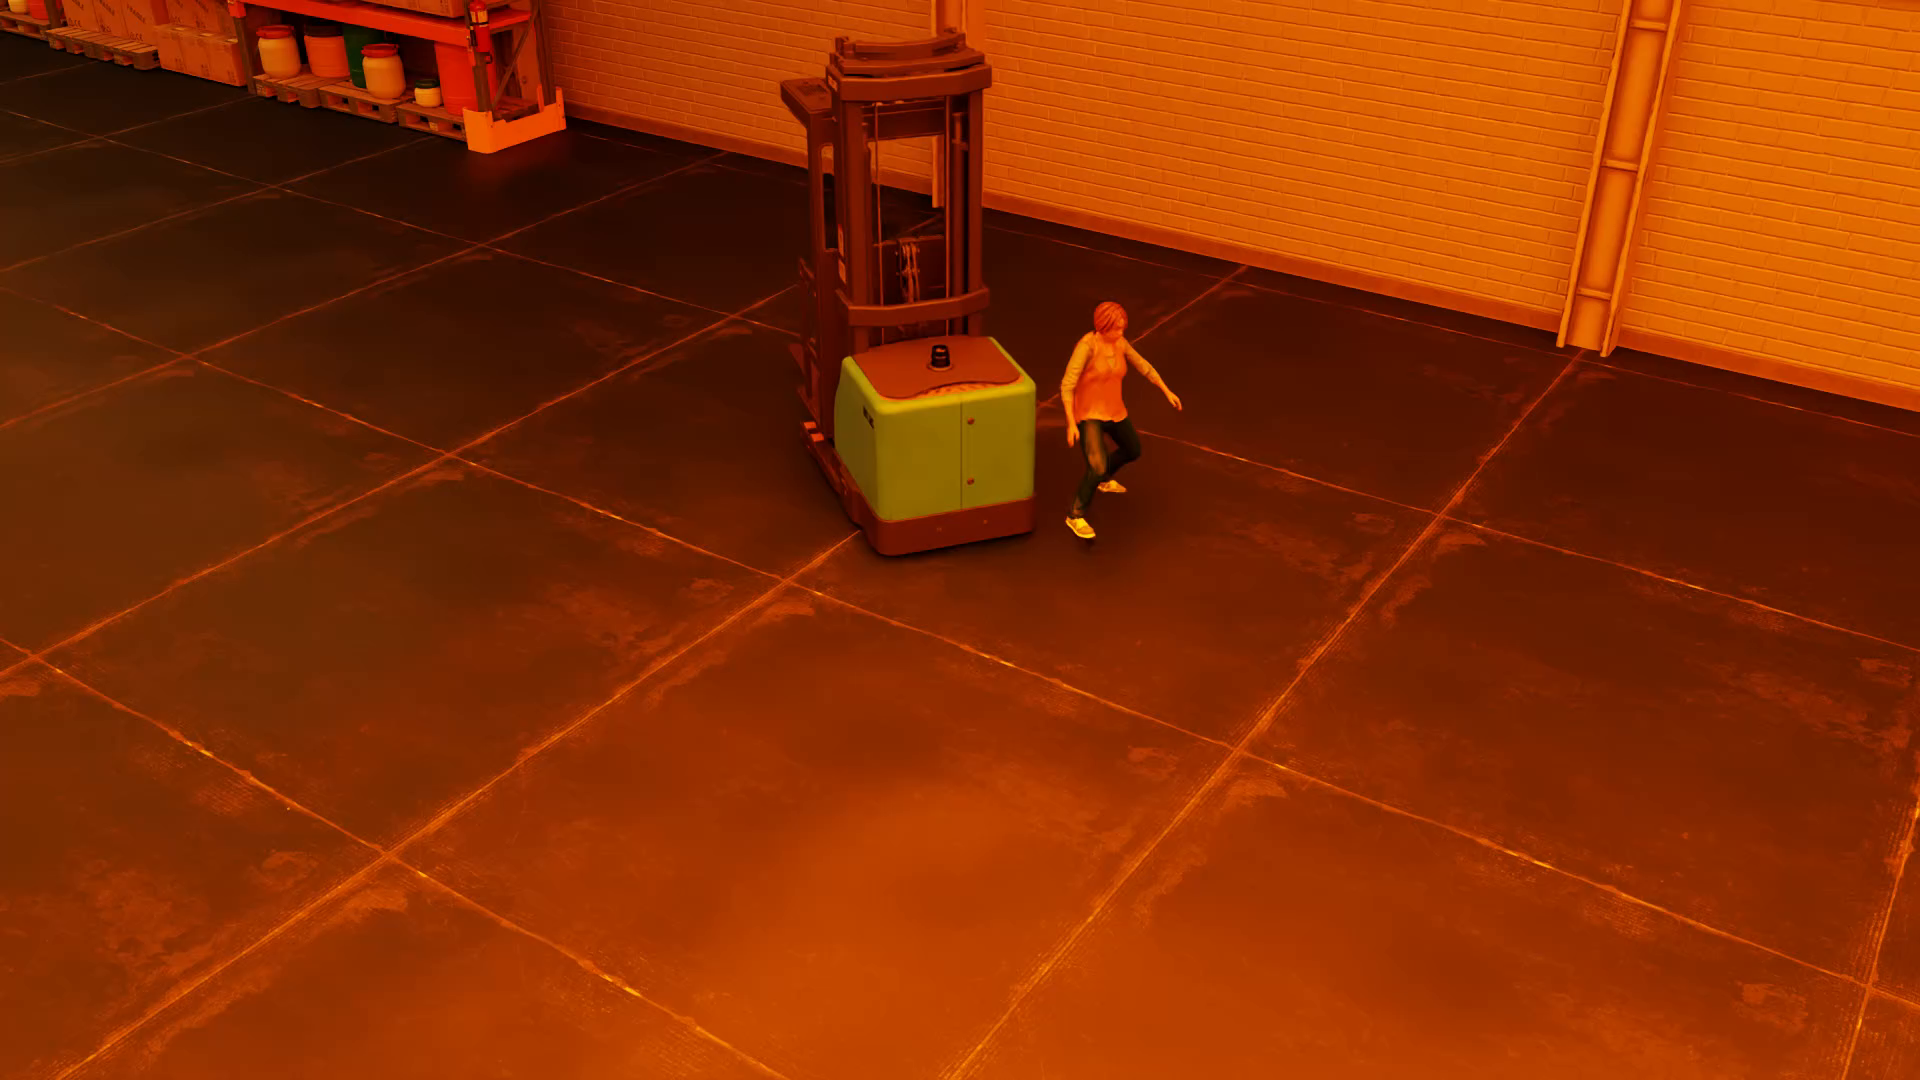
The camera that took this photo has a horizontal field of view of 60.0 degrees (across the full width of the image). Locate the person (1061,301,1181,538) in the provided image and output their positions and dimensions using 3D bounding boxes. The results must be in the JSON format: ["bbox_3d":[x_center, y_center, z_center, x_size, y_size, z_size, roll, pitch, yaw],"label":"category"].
[{"bbox_3d":[0.935,-0.802,10.471,0.822,1.484,0.651,-20,36,-31],"label":"person"}]

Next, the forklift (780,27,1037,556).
[{"bbox_3d":[-0.488,-1.898,10.850,1.130,2.935,3.031,-10,32,-17],"label":"forklift"}]
